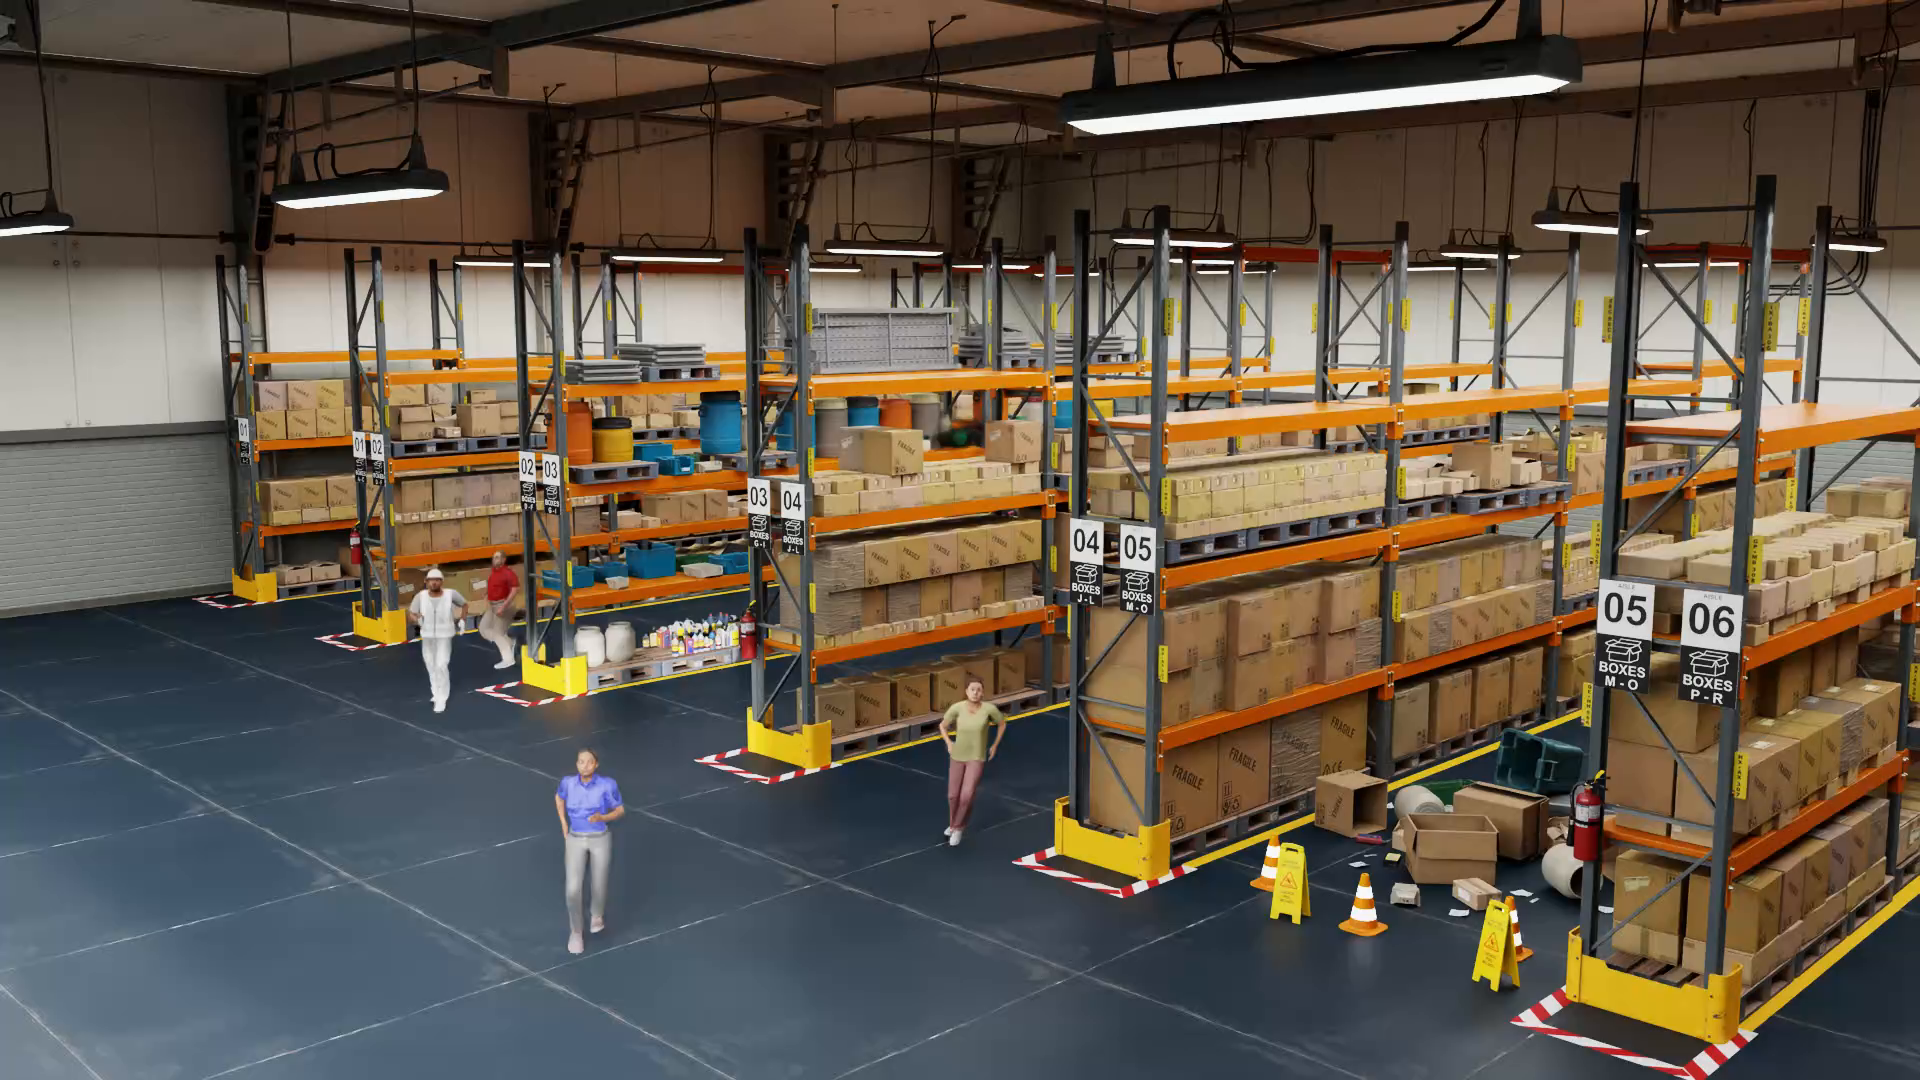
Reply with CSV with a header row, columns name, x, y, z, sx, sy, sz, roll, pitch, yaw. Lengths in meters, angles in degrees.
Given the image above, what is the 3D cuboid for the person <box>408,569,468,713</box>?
name,x,y,z,sx,sy,sz,roll,pitch,yaw
person,-6.690,1.280,21.283,0.689,1.838,0.736,0,8,-2

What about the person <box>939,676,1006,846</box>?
name,x,y,z,sx,sy,sz,roll,pitch,yaw
person,0.101,2.109,15.927,0.622,1.628,0.647,2,8,13

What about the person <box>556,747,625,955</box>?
name,x,y,z,sx,sy,sz,roll,pitch,yaw
person,-2.982,2.484,13.435,0.563,1.686,0.729,-1,8,-8

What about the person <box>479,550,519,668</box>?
name,x,y,z,sx,sy,sz,roll,pitch,yaw
person,-6.582,0.983,23.764,0.524,1.694,0.693,-7,11,-41
